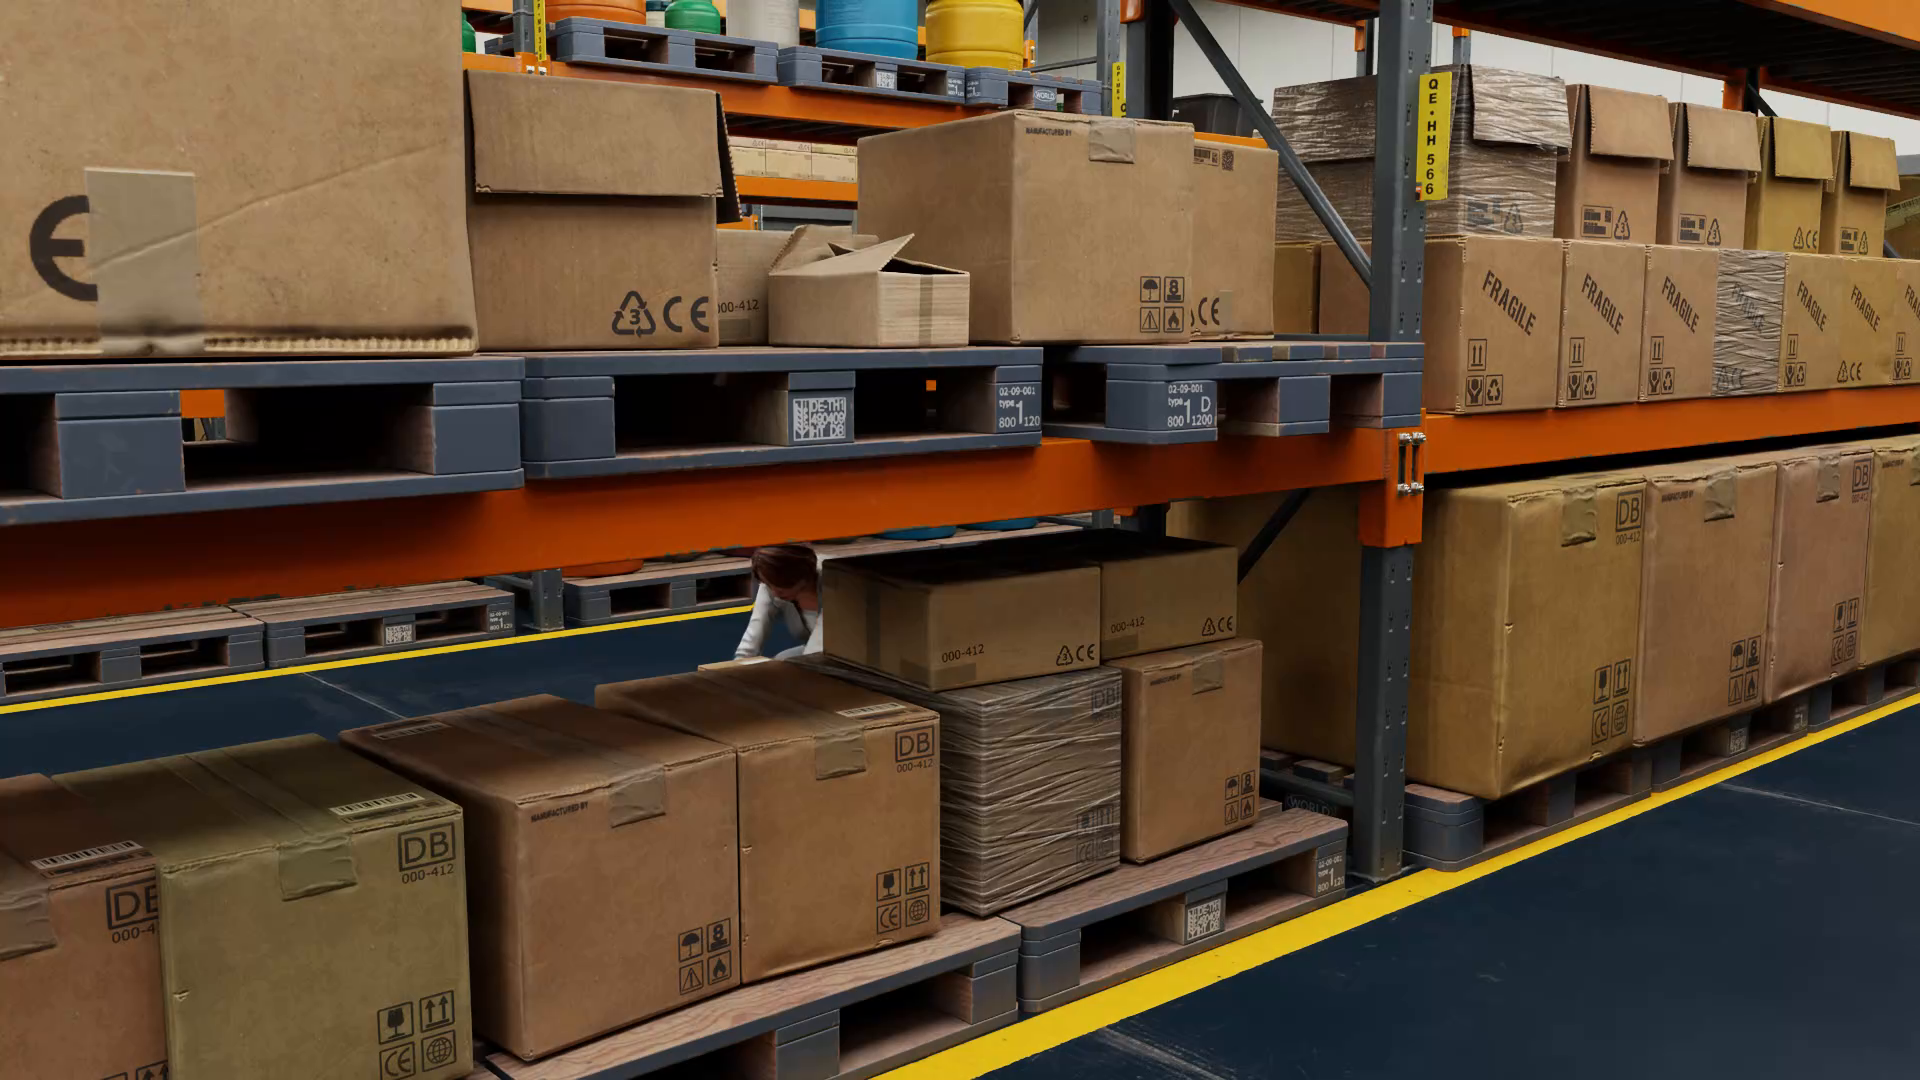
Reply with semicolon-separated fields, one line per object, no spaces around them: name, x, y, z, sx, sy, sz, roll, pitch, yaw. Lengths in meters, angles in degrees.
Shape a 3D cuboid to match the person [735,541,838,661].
person;-0.493;0.381;5.622;0.452;0.909;0.807;6;9;36
